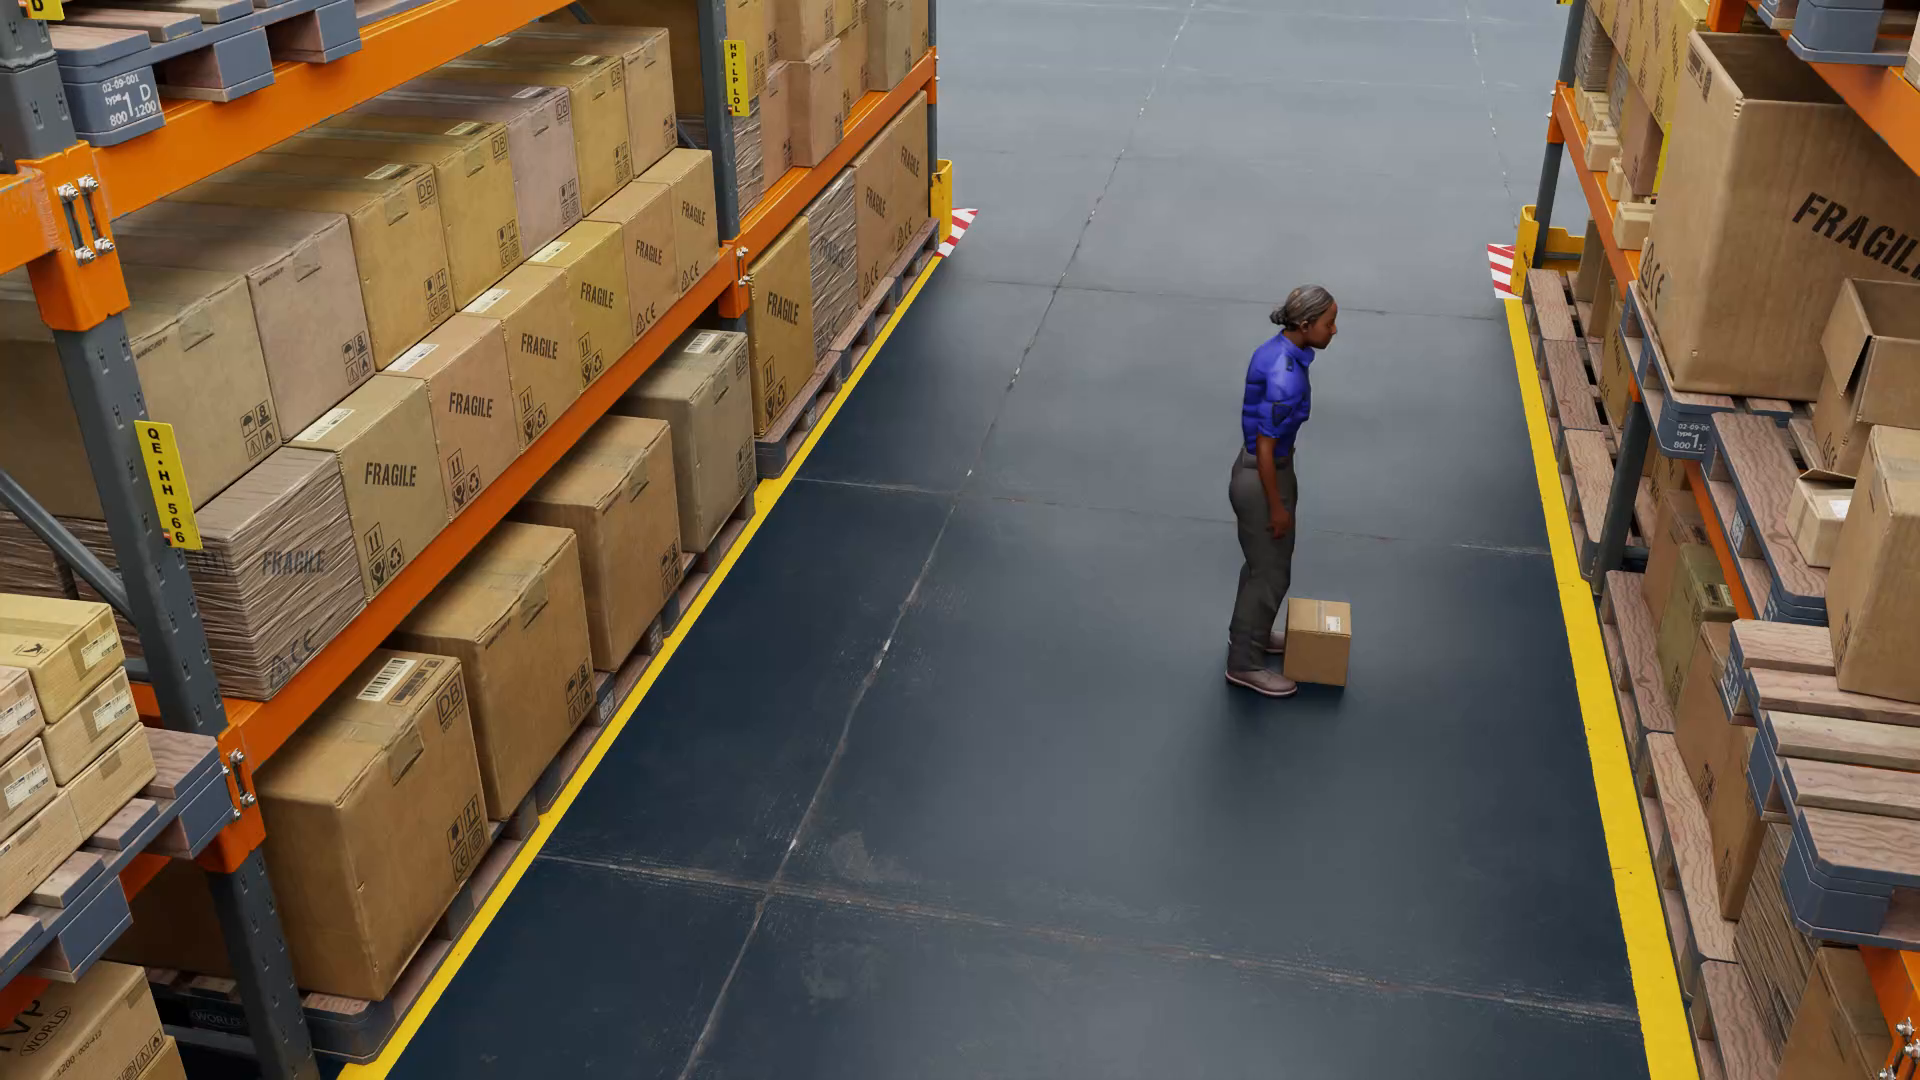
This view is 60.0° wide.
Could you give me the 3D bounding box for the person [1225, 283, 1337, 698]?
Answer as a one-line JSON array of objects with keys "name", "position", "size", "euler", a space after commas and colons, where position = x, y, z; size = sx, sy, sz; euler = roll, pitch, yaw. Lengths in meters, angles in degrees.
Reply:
[{"name": "person", "position": [1.232, -0.215, 6.518], "size": [0.347, 1.655, 0.505], "euler": [6, 30, 11]}]
